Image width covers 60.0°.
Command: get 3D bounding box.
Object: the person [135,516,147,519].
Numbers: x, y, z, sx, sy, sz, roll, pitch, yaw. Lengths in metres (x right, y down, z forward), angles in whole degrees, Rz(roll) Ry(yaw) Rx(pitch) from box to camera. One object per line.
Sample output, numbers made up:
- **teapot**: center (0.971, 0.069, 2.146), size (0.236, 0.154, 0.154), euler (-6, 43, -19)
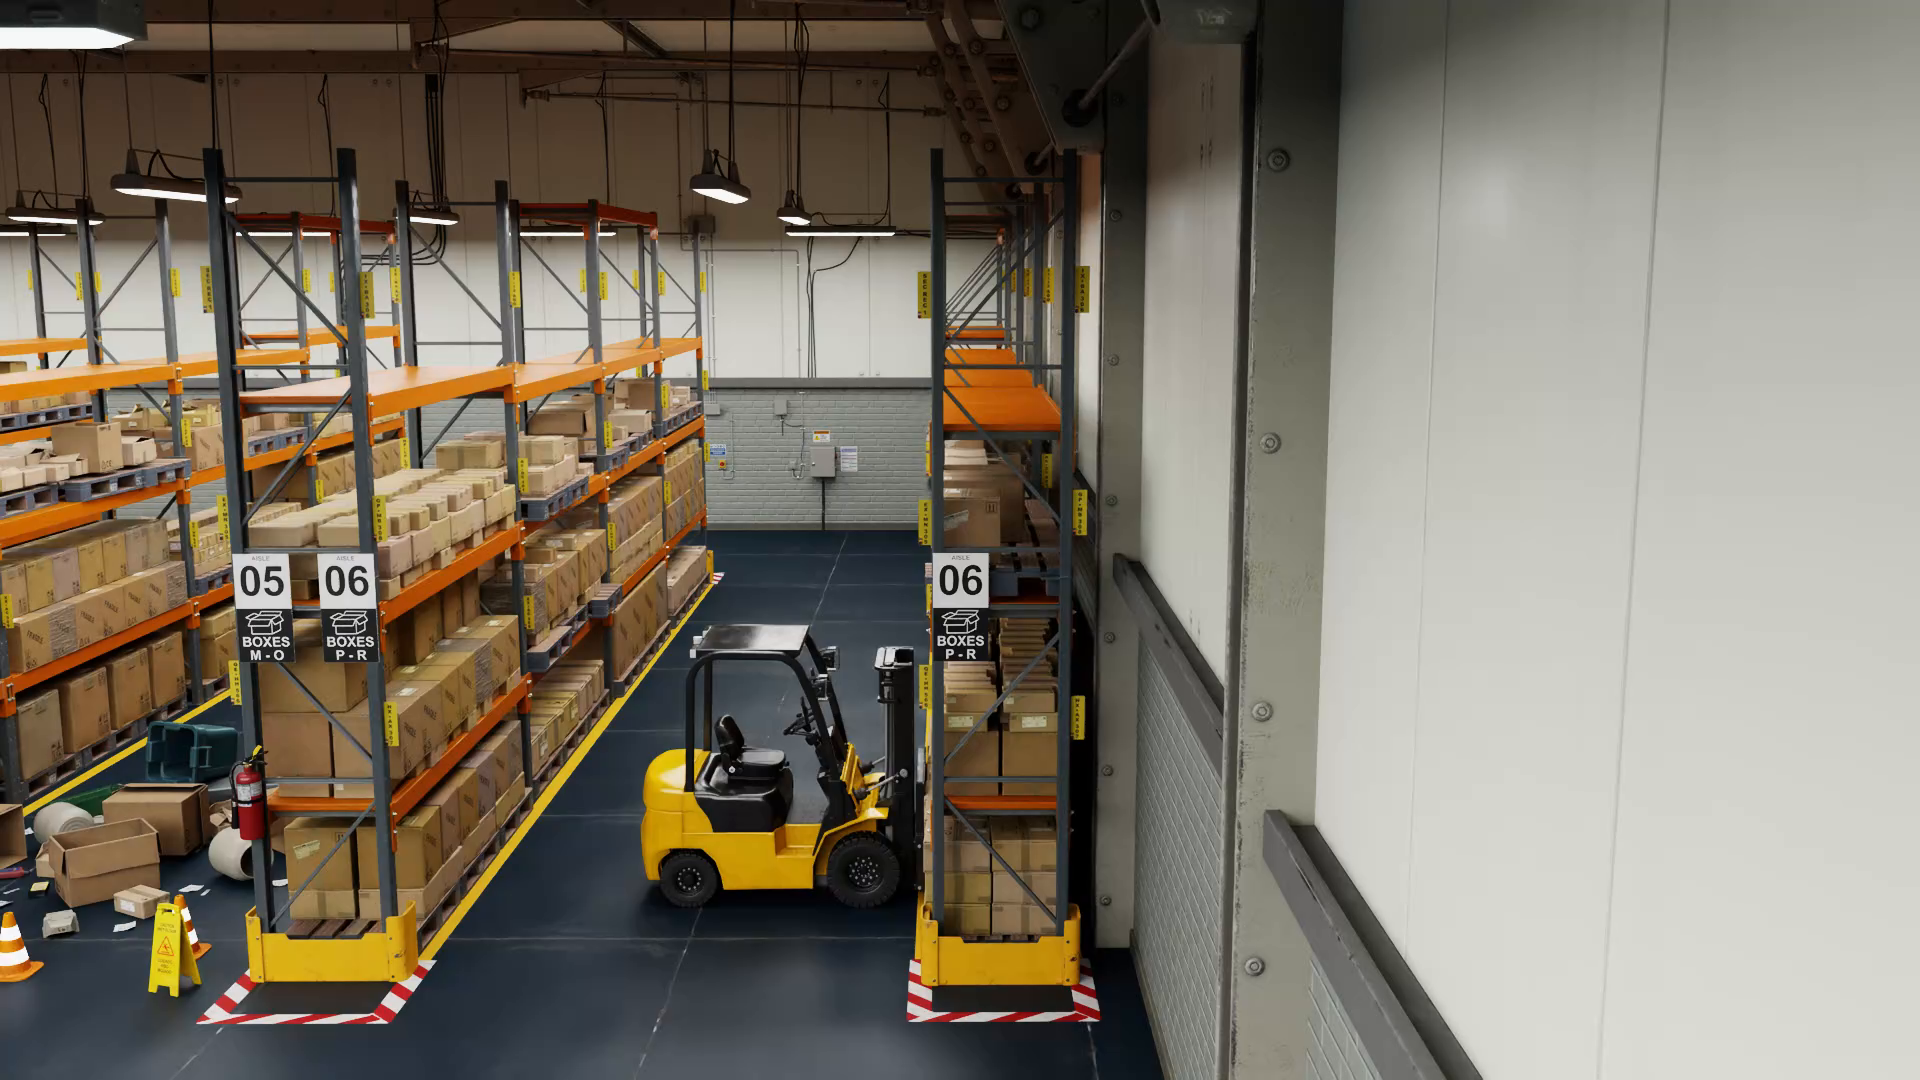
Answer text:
- **person**: center (-11.456, 0.555, 23.390), size (0.729, 1.790, 1.049), euler (1, 9, 5)
